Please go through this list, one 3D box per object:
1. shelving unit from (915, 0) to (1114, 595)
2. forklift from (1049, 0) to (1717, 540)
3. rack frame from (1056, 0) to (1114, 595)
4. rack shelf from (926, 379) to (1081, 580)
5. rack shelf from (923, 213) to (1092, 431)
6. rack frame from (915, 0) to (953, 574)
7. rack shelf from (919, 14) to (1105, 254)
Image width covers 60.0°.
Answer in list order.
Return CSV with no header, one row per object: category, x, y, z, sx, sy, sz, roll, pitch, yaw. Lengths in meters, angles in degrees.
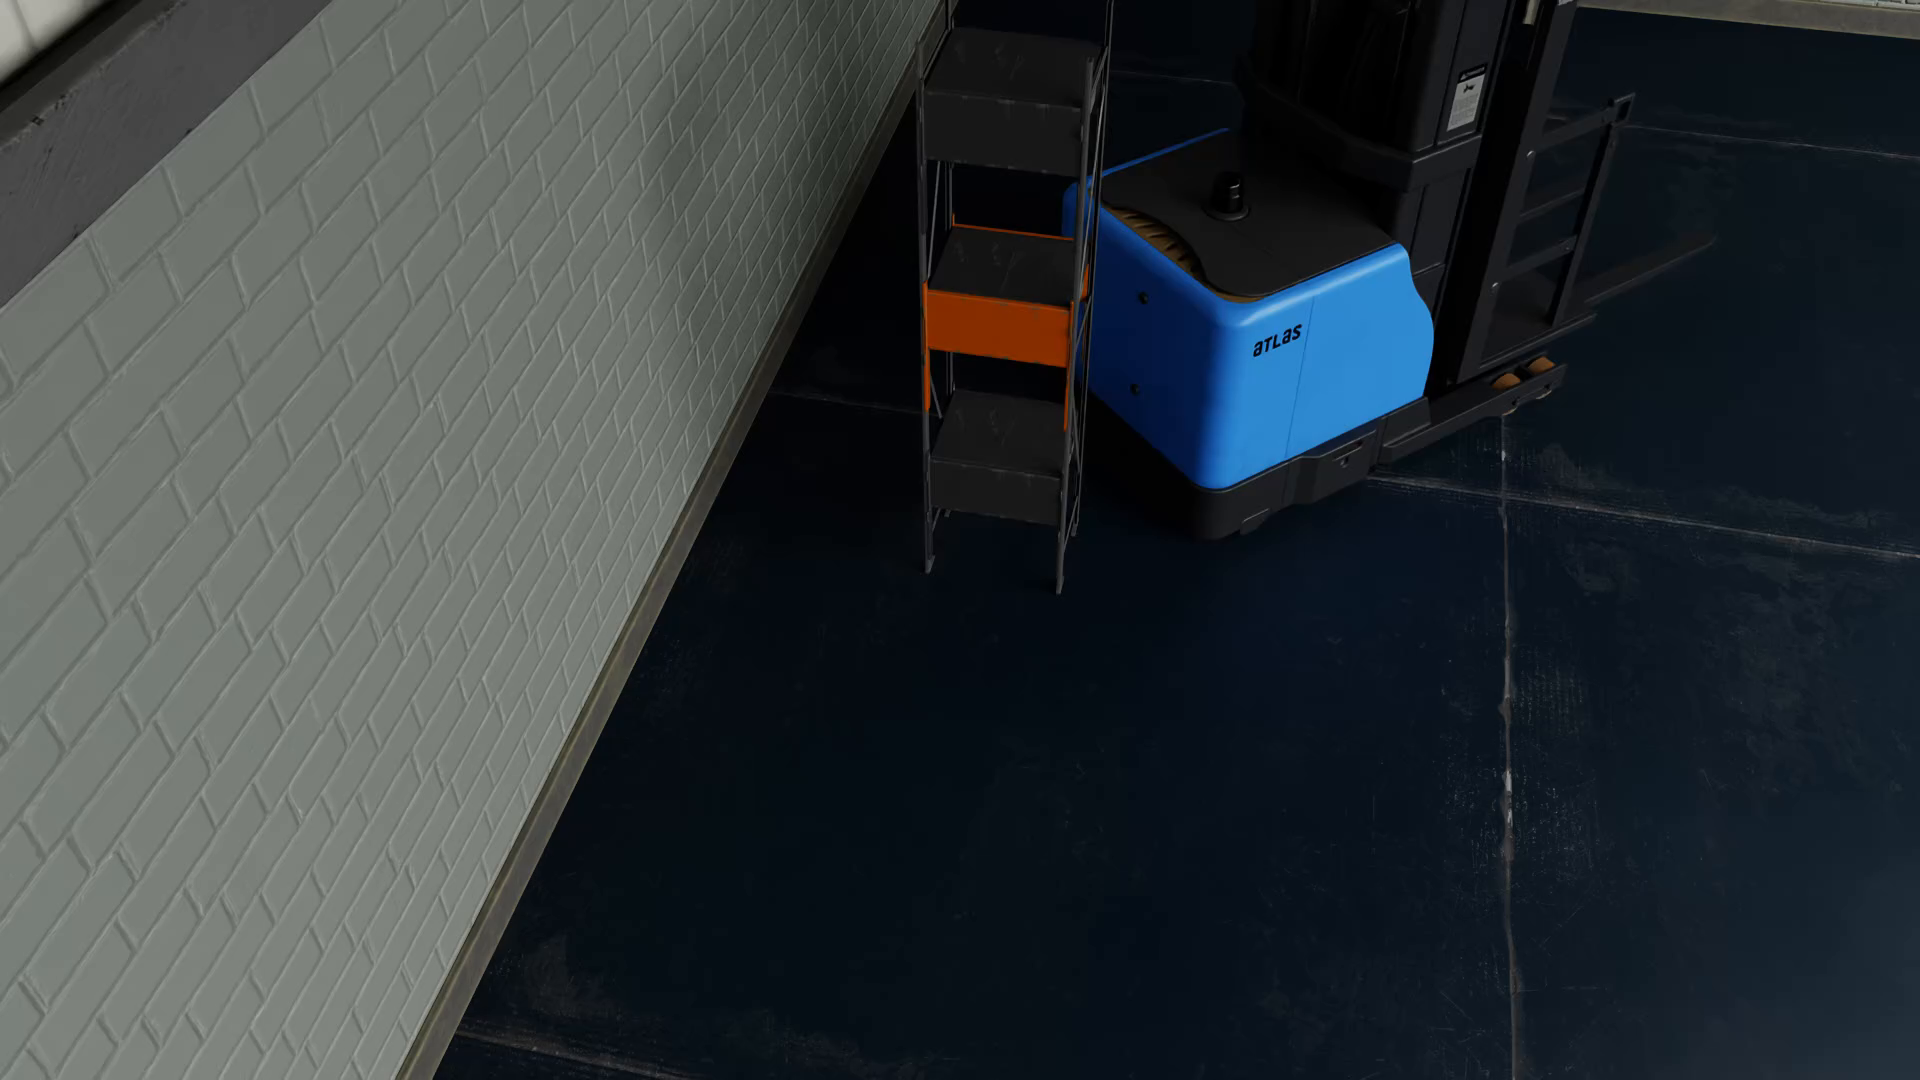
shelving unit,0.162,-0.731,5.496,0.503,2.100,0.431,9,45,9
forklift,1.877,-1.851,6.059,3.031,2.935,1.130,-24,49,-23
rack frame,0.400,-0.694,5.457,0.015,2.100,0.400,9,45,9
rack shelf,0.162,-0.217,5.991,0.480,0.518,0.431,9,45,9
rack shelf,0.162,-0.722,5.505,0.480,0.518,0.431,9,45,9
rack frame,-0.077,-0.768,5.534,0.015,2.100,0.400,9,45,9
rack shelf,0.162,-1.226,5.020,0.480,0.518,0.431,9,45,9
